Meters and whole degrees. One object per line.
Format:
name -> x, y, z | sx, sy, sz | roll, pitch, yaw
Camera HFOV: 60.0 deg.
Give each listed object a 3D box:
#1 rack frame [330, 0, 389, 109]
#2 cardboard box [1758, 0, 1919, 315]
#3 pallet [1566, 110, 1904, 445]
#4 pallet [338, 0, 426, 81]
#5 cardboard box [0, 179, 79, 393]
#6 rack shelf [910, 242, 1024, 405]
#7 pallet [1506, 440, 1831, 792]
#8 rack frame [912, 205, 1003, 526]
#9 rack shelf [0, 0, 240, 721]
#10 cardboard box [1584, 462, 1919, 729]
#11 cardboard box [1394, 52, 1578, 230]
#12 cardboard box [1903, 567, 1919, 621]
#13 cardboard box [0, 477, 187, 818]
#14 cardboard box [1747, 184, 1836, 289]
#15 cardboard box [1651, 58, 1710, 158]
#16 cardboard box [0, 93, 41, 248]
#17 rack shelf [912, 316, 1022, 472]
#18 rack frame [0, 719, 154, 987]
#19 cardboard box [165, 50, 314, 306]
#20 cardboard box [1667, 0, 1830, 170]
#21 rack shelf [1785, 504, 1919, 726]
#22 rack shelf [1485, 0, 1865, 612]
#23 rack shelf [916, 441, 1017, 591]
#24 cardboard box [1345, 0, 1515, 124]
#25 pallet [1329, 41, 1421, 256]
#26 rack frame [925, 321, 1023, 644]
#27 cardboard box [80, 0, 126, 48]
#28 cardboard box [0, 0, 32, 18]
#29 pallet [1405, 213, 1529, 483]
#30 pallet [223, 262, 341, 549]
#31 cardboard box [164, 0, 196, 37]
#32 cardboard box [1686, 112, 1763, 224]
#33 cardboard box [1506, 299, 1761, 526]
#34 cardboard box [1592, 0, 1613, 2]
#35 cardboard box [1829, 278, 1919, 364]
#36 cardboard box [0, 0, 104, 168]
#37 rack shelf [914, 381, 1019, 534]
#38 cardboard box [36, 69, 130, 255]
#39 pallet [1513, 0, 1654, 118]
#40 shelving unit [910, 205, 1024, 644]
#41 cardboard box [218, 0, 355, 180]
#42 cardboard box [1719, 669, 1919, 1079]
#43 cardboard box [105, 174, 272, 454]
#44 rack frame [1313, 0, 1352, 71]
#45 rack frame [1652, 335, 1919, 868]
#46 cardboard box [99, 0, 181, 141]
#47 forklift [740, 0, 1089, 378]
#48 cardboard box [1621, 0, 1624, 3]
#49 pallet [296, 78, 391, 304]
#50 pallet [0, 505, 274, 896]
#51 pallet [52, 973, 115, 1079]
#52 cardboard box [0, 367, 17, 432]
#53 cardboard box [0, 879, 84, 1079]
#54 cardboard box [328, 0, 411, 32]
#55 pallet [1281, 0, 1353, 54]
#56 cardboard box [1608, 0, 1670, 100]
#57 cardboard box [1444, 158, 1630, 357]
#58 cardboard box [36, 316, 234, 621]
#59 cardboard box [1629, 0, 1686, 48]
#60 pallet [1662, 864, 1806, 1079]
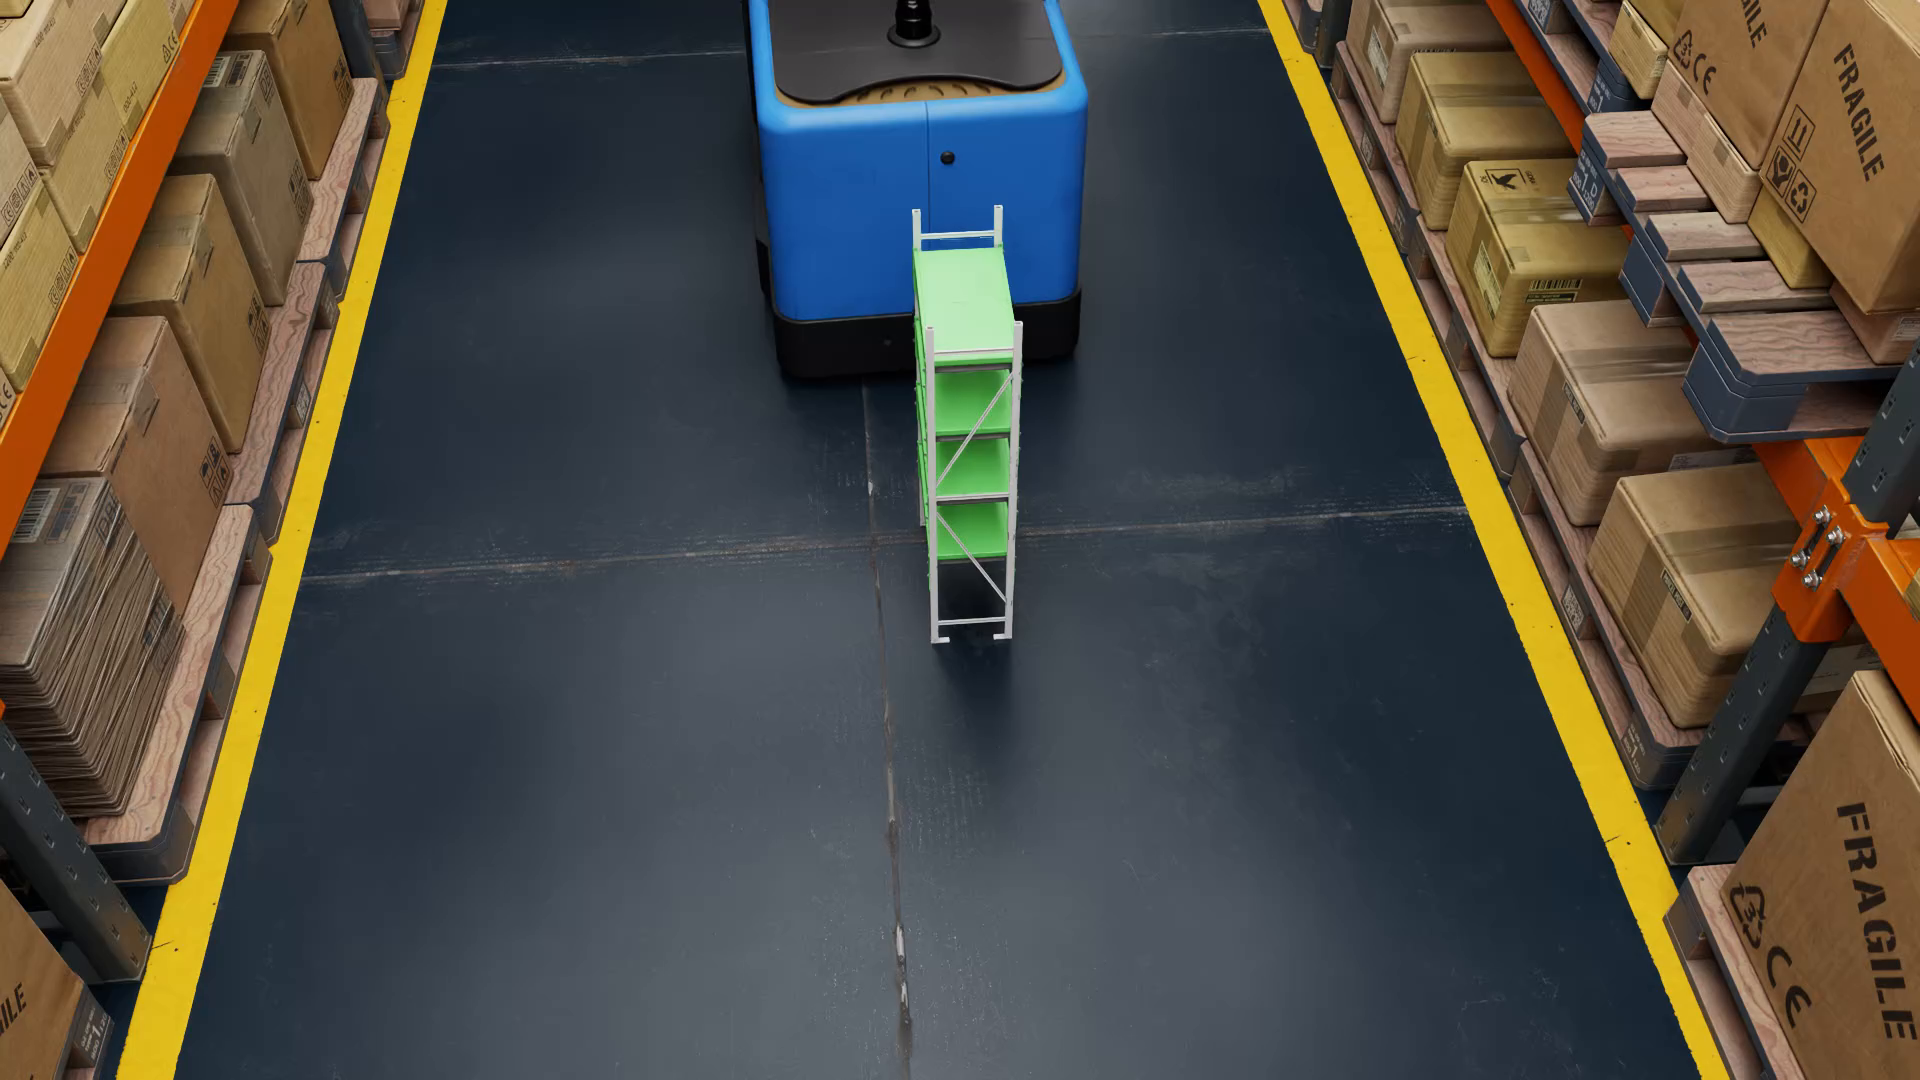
rack frame -> -2.901, -2.824, 5.859 | 1.000, 3.000, 0.127 | -3, 47, -3
cardboard box -> 2.064, -0.828, 3.405 | 0.500, 0.500, 0.500 | -5, 47, -4
pallet -> 2.214, -0.678, 3.958 | 1.213, 0.211, 1.003 | -3, 47, -3
pallet -> -2.926, -2.443, 7.419 | 1.003, 0.211, 1.213 | -3, 47, -3
cardboard box -> -2.397, -0.579, 3.835 | 0.500, 0.250, 0.500 | -4, 47, -4
rack shelf -> 0.014, -0.579, 4.399 | 0.258, 0.148, 0.480 | -3, 47, -3
pallet -> 2.316, 0.159, 4.954 | 1.003, 0.211, 1.213 | -3, 47, -3
rack frame -> -0.007, -0.469, 4.868 | 0.240, 1.200, 0.015 | -3, 47, -3
rack shelf -> -2.734, -1.130, 4.750 | 1.077, 0.370, 4.000 | -3, 47, -3
cardboard box -> 2.342, 0.115, 4.596 | 0.950, 0.372, 0.625 | -6, 47, -6
cardboard box -> 2.155, -1.470, 6.097 | 0.950, 0.372, 0.625 | -1, 47, -1
cardboard box -> 2.170, 0.186, 3.111 | 0.500, 0.250, 0.500 | -4, 47, -4
cardboard box -> -2.605, 0.290, 4.256 | 0.875, 0.625, 0.625 | -2, 47, -2
cardboard box -> 2.023, -0.705, 3.736 | 0.380, 0.149, 0.250 | -3, 47, -3
cardboard box -> 1.944, -1.067, 4.079 | 0.380, 0.149, 0.250 | -5, 47, -5
cardboard box -> -2.401, -0.749, 3.652 | 0.500, 0.250, 0.500 | -2, 47, -2
rack shelf -> 0.014, -0.414, 4.573 | 0.258, 0.148, 0.480 | -3, 47, -3
rack frame -> -2.566, 0.070, 3.118 | 1.000, 3.000, 0.127 | -3, 47, -3
cardboard box -> -2.789, -1.213, 5.679 | 0.875, 0.625, 0.625 | -4, 47, -4
cardboard box -> 2.010, -1.201, 3.759 | 0.500, 0.500, 0.500 | -4, 47, -4
rack shelf -> 2.547, 1.460, 2.297 | 1.077, 0.370, 4.000 | -3, 47, -3
rack shelf -> 2.212, -1.434, 5.038 | 1.077, 0.370, 4.000 | -3, 47, -3
rack shelf -> 0.014, -0.084, 4.922 | 0.258, 0.148, 0.480 | -3, 47, -3
cardboard box -> 2.091, -1.990, 6.589 | 0.950, 0.372, 0.625 | -3, 47, -3
pallet -> 2.111, -1.607, 6.626 | 1.003, 0.211, 1.213 | -3, 47, -3
rack frame -> 0.034, -0.116, 4.534 | 0.240, 1.200, 0.015 | -3, 47, -3
cardboard box -> -2.495, -1.497, 4.360 | 0.500, 0.250, 0.500 | -3, 47, -3
cardboard box -> -2.418, -1.369, 3.965 | 0.380, 0.149, 0.250 | -3, 47, -2
pallet -> 2.217, -0.722, 5.788 | 1.003, 0.211, 1.213 | -3, 47, -3
pallet -> -2.695, -0.450, 5.531 | 1.003, 0.211, 1.213 | -3, 47, -3
cardboard box -> -2.540, -1.699, 4.897 | 0.500, 0.250, 0.500 | -3, 47, -3
cardboard box -> 1.957, -0.885, 3.906 | 0.380, 0.149, 0.250 | -4, 47, -4
cardboard box -> 2.272, -0.418, 5.101 | 0.950, 0.372, 0.625 | -4, 47, -4
cardboard box -> 1.909, -1.632, 4.613 | 0.380, 0.149, 0.250 | -5, 47, -5
cardboard box -> 2.118, -0.515, 3.556 | 0.380, 0.149, 0.250 | -2, 47, -2
cardboard box -> -2.427, -1.129, 4.012 | 0.500, 0.250, 0.500 | -5, 47, -4
rack shelf -> 0.014, -0.249, 4.747 | 0.258, 0.148, 0.480 | -3, 47, -3
cardboard box -> -2.447, -0.951, 4.188 | 0.500, 0.250, 0.500 | -5, 47, -5
pallet -> 2.173, -1.598, 4.830 | 1.003, 0.211, 1.213 | -3, 47, -3
shelving unit -> 0.014, -0.293, 4.701 | 0.258, 1.200, 0.503 | -3, 47, -3
cardboard box -> -2.846, -1.775, 6.212 | 0.875, 0.625, 0.625 | -2, 47, -2
cardboard box -> 2.355, 0.856, 3.547 | 0.875, 0.875, 0.875 | -4, 47, -4
cardboard box -> -2.724, -0.669, 5.164 | 0.875, 0.625, 0.625 | -5, 47, -5
rack frame -> 2.045, -3.129, 6.147 | 1.000, 3.000, 0.127 | -3, 47, -3
rack frame -> 2.380, -0.235, 3.406 | 1.000, 3.000, 0.127 | -3, 47, -3
cardboard box -> -2.489, -1.326, 4.543 | 0.500, 0.250, 0.500 | -2, 47, -2
forklift -> -0.285, -2.641, 5.732 | 1.130, 2.935, 3.031 | -5, 47, -5
cardboard box -> 2.012, -1.455, 4.446 | 0.380, 0.149, 0.250 | -3, 47, -3
pallet -> -2.801, -1.335, 6.369 | 1.003, 0.211, 1.213 | -3, 47, -3
pallet -> -2.596, 0.431, 4.697 | 1.003, 0.211, 1.213 | -3, 47, -3
pallet -> -2.542, 1.571, 3.617 | 1.003, 0.211, 1.213 | -3, 47, -3
cardboard box -> -2.360, -0.215, 3.490 | 0.500, 0.250, 0.500 | -3, 47, -3
cardboard box -> -2.317, 1.078, 3.596 | 0.500, 0.500, 0.500 | -2, 47, -2
cardboard box -> -2.612, -2.393, 7.055 | 0.500, 0.250, 0.500 | -3, 47, -3
pallet -> 1.953, -2.654, 7.618 | 1.003, 0.211, 1.213 | -3, 47, -3
cardboard box -> 1.907, -1.265, 4.266 | 0.380, 0.149, 0.250 | -3, 47, -3
cardboard box -> 2.215, -0.967, 5.621 | 0.950, 0.372, 0.625 | -2, 47, -2
cardboard box -> -2.668, -0.182, 4.703 | 0.875, 0.625, 0.625 | -2, 47, -2
cardboard box -> 1.967, -1.566, 4.104 | 0.500, 0.500, 0.500 | -6, 47, -6
pallet -> 2.370, 1.299, 3.874 | 1.003, 0.211, 1.213 | -3, 47, -3
